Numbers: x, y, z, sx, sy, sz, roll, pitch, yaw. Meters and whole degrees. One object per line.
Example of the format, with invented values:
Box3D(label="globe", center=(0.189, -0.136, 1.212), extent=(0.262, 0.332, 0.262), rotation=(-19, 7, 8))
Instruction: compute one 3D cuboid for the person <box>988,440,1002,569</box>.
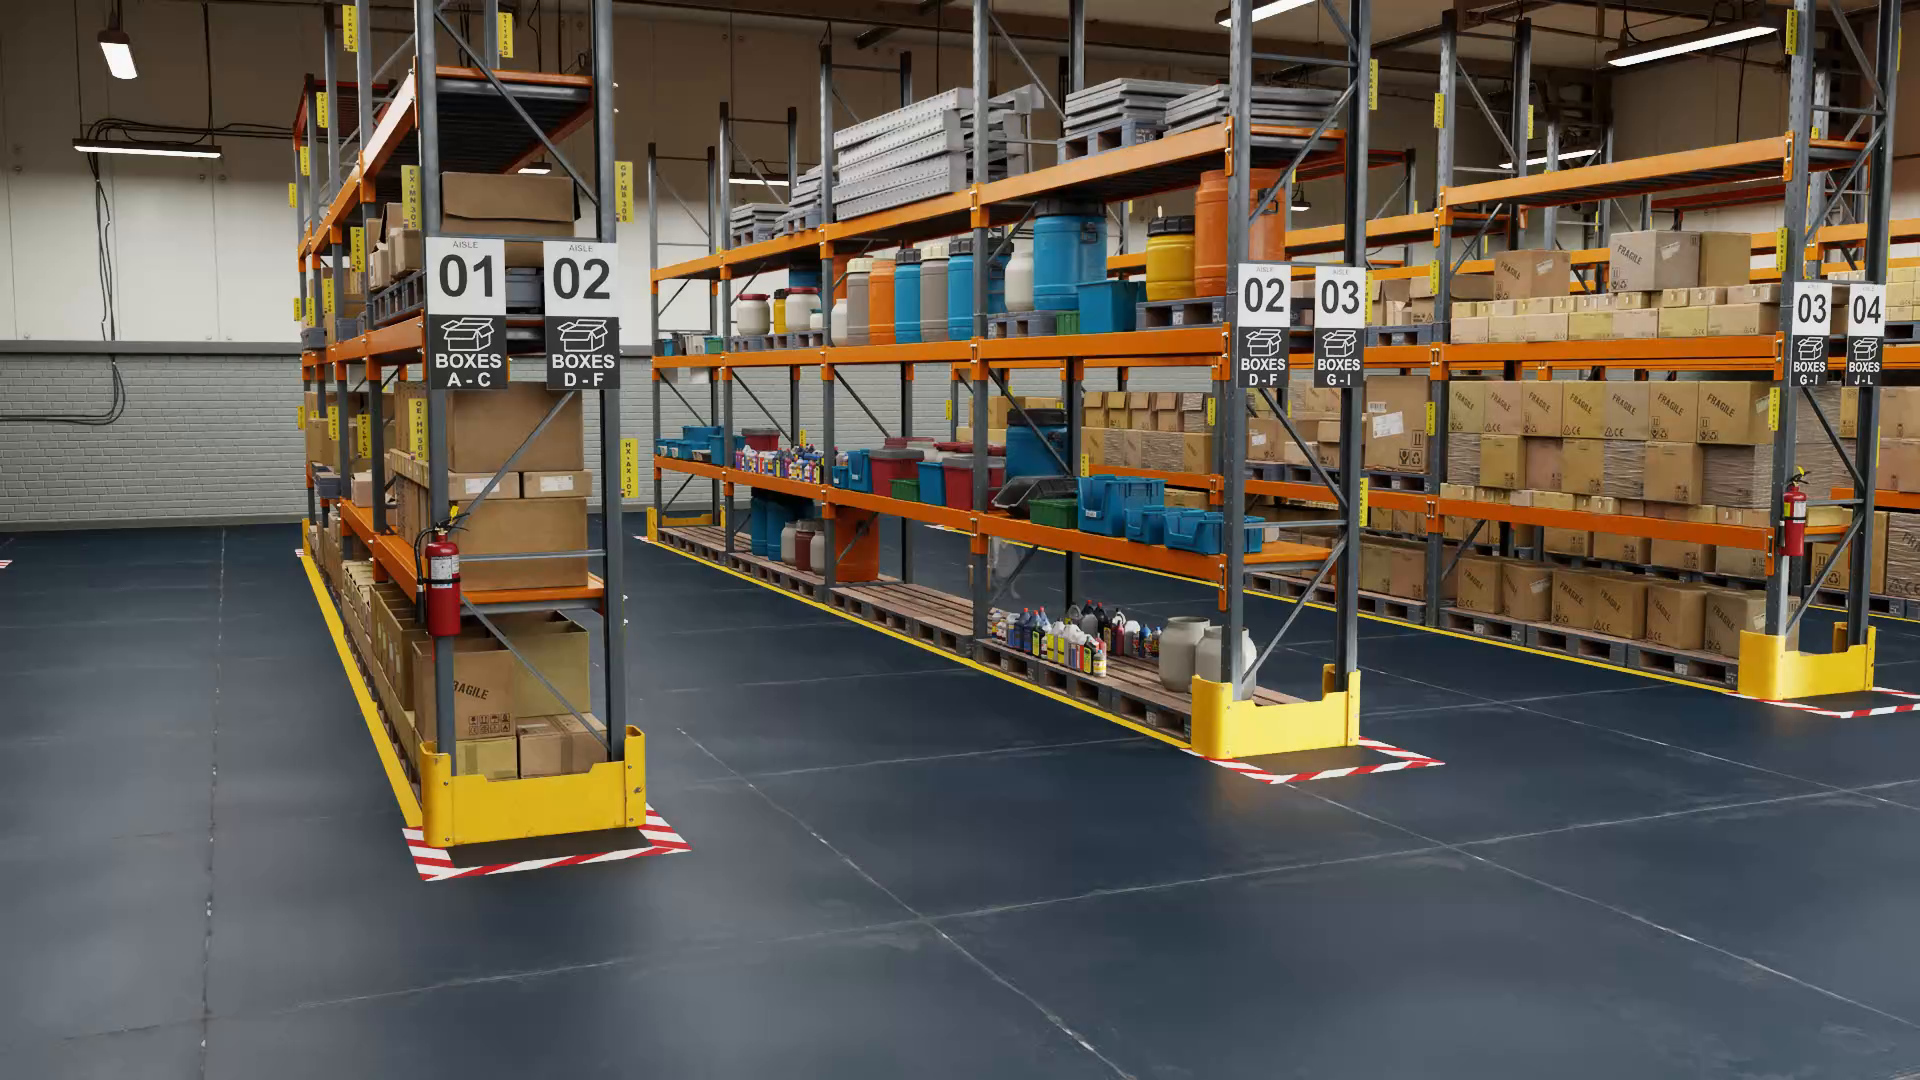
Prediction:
Box3D(label="person", center=(0.406, -0.452, 21.522), extent=(0.480, 1.681, 0.872), rotation=(0, 5, -1))
